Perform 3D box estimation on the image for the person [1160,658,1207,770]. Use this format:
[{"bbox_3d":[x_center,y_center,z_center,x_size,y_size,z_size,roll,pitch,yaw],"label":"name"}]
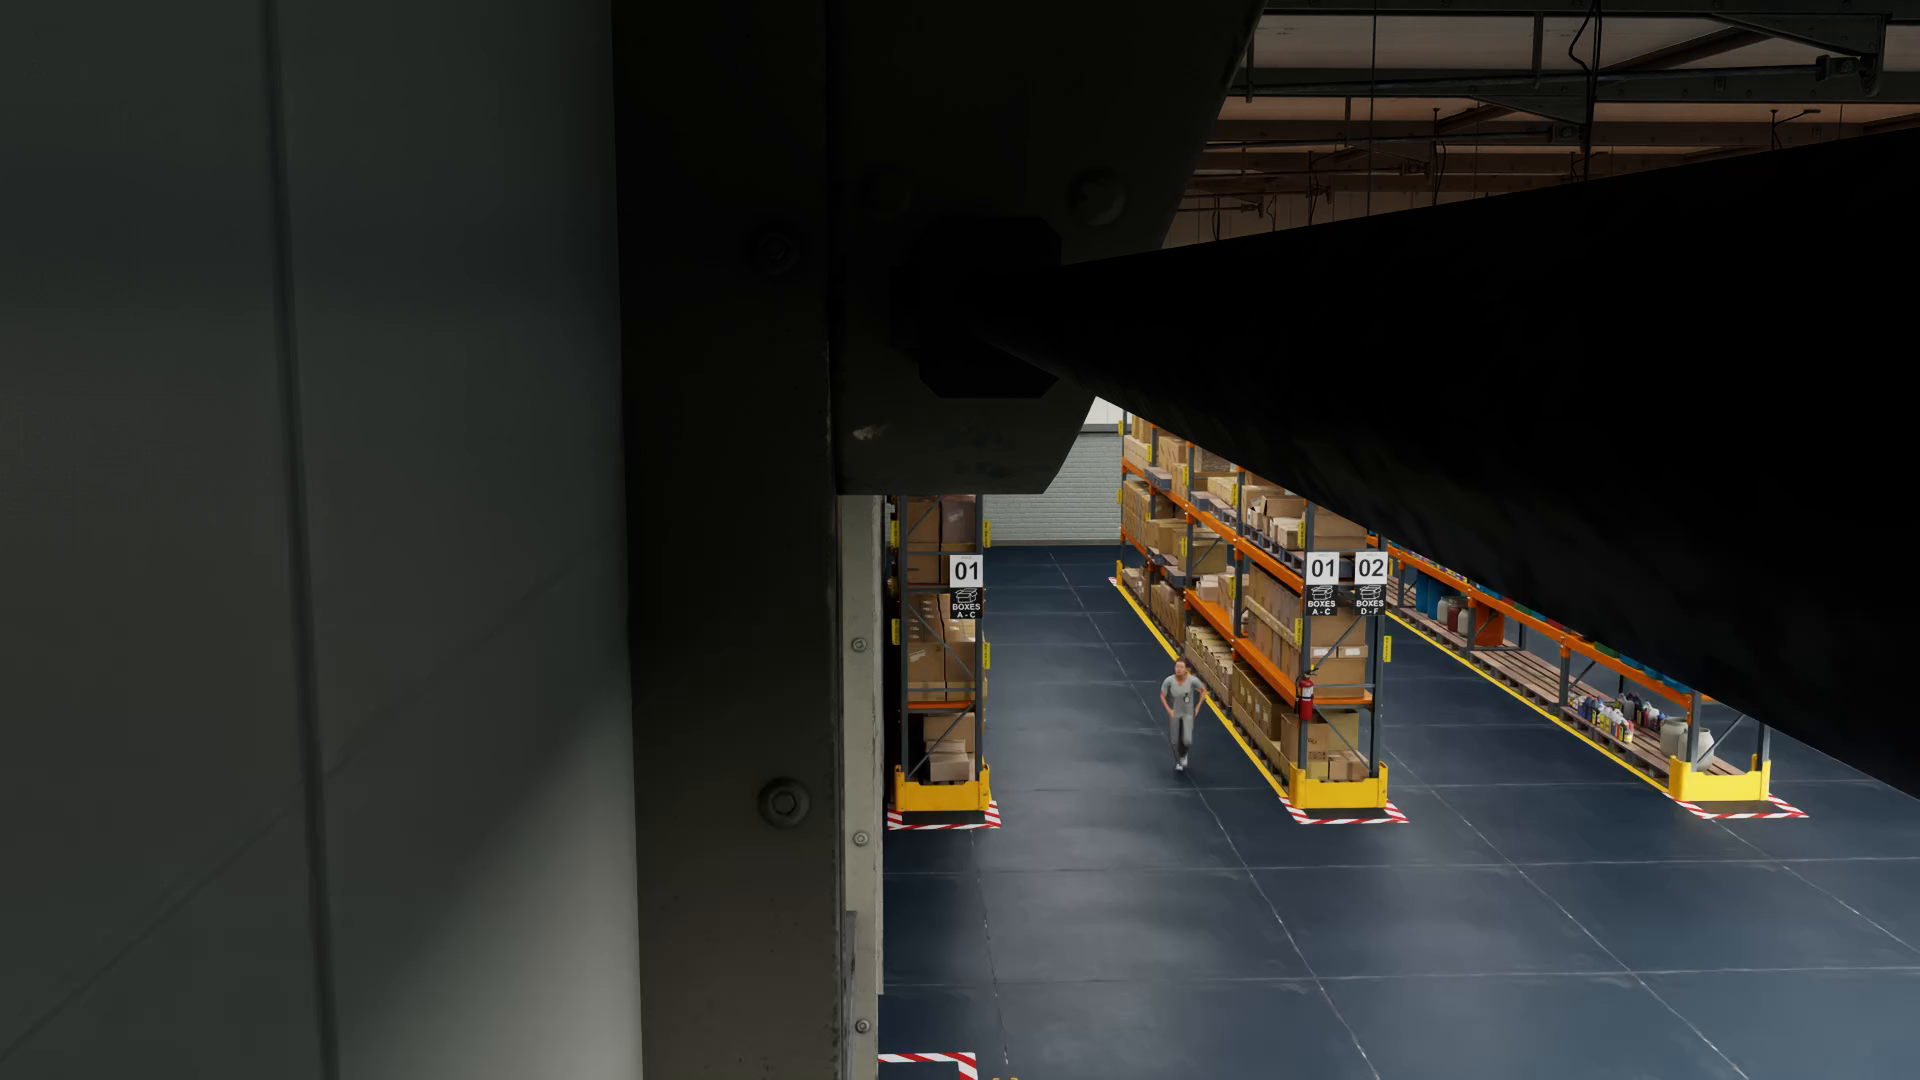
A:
[{"bbox_3d":[2.956,2.312,22.055,0.612,1.588,0.699,1,8,6],"label":"person"}]
